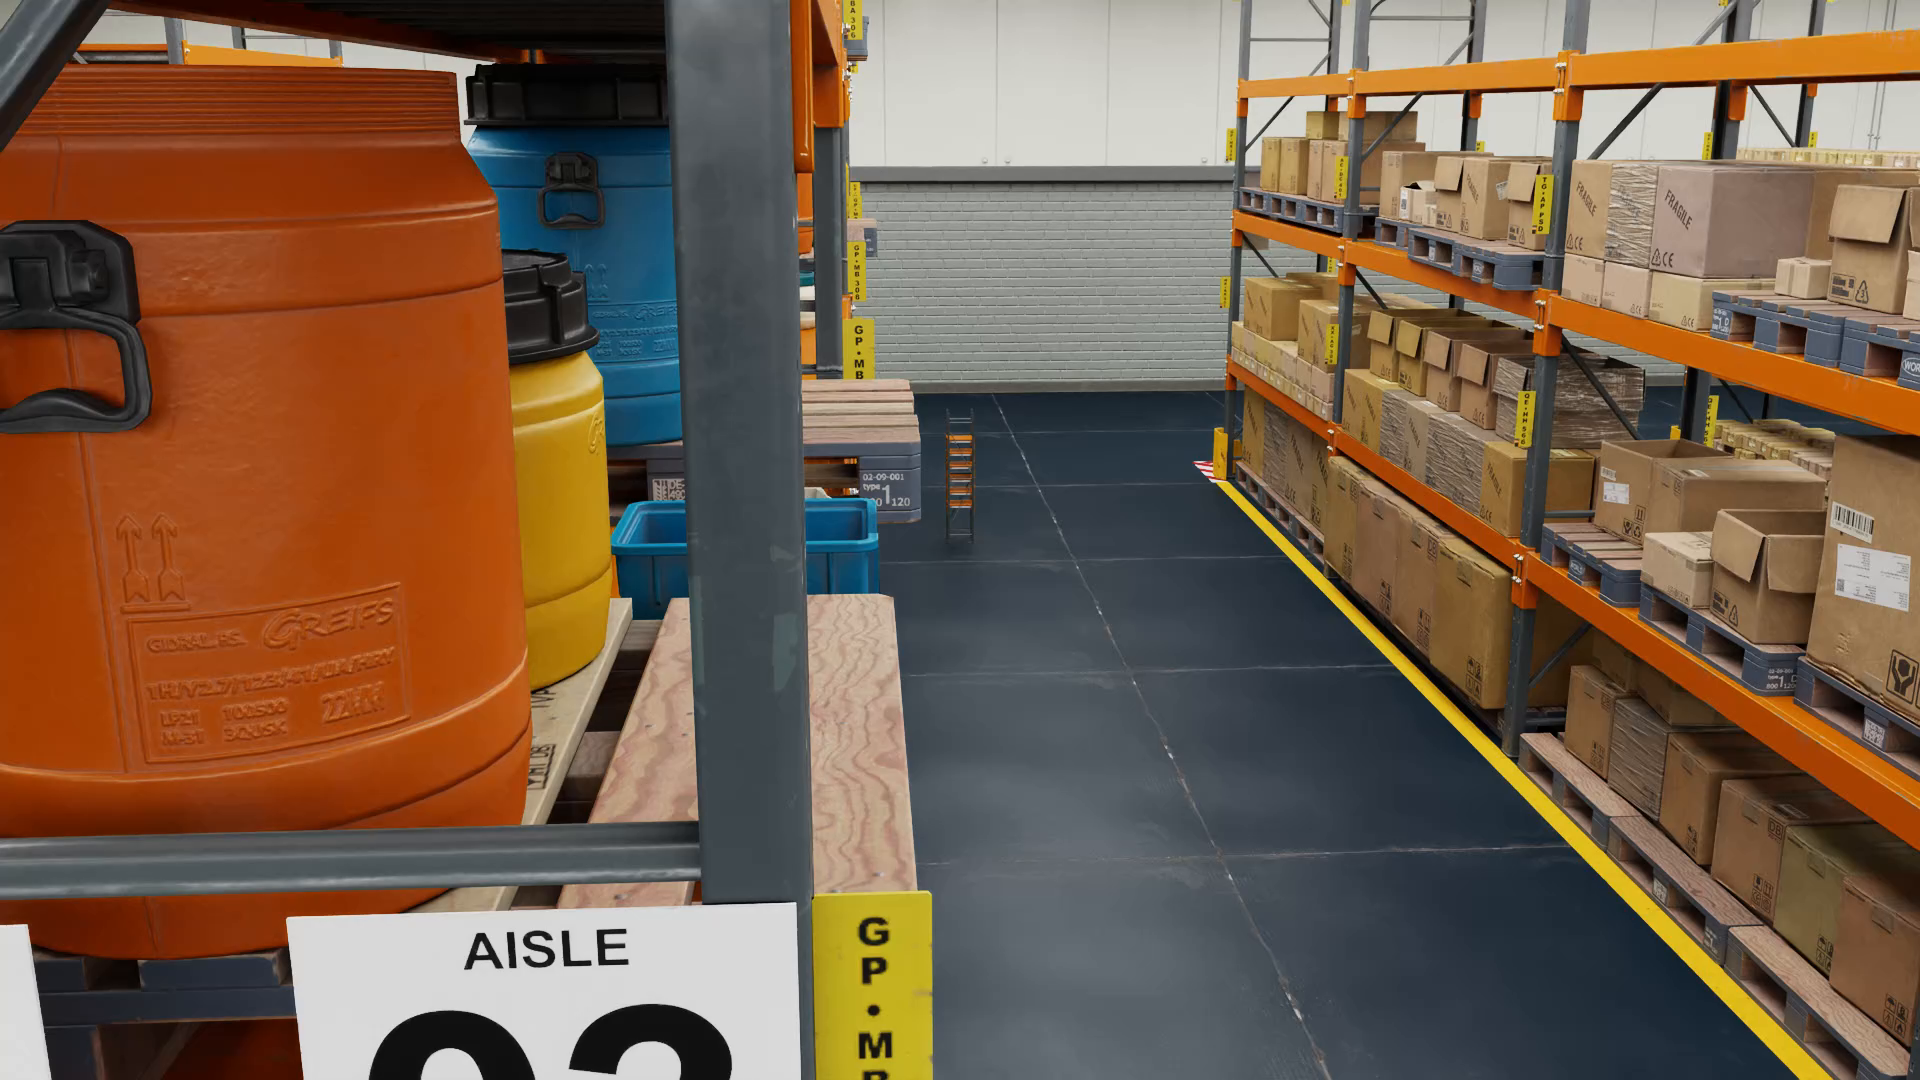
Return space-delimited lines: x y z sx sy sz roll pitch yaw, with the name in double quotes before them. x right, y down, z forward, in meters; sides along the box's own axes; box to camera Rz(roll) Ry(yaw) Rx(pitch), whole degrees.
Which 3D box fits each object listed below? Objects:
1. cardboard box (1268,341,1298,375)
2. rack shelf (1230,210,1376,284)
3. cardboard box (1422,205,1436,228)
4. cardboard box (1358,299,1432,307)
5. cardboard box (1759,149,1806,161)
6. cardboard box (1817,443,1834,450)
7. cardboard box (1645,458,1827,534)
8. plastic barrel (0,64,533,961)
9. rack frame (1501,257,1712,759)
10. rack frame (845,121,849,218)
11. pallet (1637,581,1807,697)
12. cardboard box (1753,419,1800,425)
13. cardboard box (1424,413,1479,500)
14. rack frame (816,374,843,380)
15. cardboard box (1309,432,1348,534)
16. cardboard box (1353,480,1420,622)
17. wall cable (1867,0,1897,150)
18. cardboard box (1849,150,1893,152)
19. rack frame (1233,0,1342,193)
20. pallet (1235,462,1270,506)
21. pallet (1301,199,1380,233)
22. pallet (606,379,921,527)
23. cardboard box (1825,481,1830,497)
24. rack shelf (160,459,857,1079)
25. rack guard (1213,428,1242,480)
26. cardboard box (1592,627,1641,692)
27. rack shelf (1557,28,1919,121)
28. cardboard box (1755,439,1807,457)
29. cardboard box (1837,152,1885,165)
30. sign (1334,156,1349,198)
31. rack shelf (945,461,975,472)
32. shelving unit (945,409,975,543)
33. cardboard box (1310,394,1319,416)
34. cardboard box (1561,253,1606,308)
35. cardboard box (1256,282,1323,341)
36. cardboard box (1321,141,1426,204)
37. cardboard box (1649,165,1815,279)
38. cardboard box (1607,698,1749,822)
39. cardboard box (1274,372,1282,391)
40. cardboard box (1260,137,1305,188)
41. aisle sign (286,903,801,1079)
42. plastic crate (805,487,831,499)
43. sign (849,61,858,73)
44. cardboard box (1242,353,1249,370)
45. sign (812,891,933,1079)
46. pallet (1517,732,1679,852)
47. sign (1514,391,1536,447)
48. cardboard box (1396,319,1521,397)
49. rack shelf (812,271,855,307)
"cardboard box" 3.193 -1.702 15.549 0.500 0.250 0.500 -1 14 -5
"rack shelf" 3.453 -2.745 15.323 1.077 0.370 4.000 -1 14 -3
"cardboard box" 3.520 -2.305 11.830 0.380 0.149 0.250 -1 15 -6
"cardboard box" 3.780 -1.823 14.516 0.500 0.500 0.500 -1 14 -3
"cardboard box" 8.035 -3.728 16.197 0.380 0.149 0.250 -1 14 -3
"cardboard box" 8.603 -0.848 16.211 0.380 0.149 0.250 -1 14 -5
"cardboard box" 4.033 -0.129 8.689 0.700 0.500 0.500 1 14 5
"plastic barrel" -0.780 -0.065 1.760 0.600 0.830 0.708 -1 14 -3
"rack frame" 3.825 -0.148 9.807 1.000 3.000 0.127 -1 14 -3
"rack frame" -1.366 -3.972 12.629 1.000 3.000 0.127 -1 14 -3
"pallet" 3.988 0.436 7.920 1.003 0.211 1.213 -1 14 -3
"cardboard box" 8.572 -1.173 17.472 0.380 0.149 0.250 -1 14 -3
"cardboard box" 3.487 -0.569 11.241 0.500 0.500 0.500 -1 14 -5
"rack frame" -0.871 0.923 5.644 1.000 3.000 0.127 -1 14 -3
"cardboard box" 3.616 -0.483 14.529 0.875 0.875 0.875 -1 14 -3
"cardboard box" 3.693 0.063 12.405 1.225 0.875 0.875 -1 14 -5
"wall cable" 12.587 -6.607 22.868 0.463 3.000 0.029 -1 14 -3
"cardboard box" 8.648 -3.608 15.729 0.380 0.149 0.250 -1 14 -2
"rack frame" 3.329 -5.043 16.792 1.000 3.000 0.127 -1 14 -3
"pallet" 3.457 -0.590 17.119 1.003 0.211 1.213 -1 14 -3
"pallet" 3.537 -2.757 14.102 1.003 0.211 1.213 -1 14 -3
"pallet" -0.729 -0.260 4.602 1.213 0.211 1.003 -1 14 -3
"cardboard box" 8.181 -0.495 15.437 0.380 0.149 0.250 -1 14 -2
"rack shelf" -0.747 0.316 3.426 1.077 0.370 4.000 -1 14 -3
"rack guard" 3.328 -0.933 17.875 1.175 0.500 0.348 -1 14 -3
"cardboard box" 3.896 0.652 9.325 0.500 0.250 0.500 0 14 -1
"rack shelf" 3.949 -2.014 7.266 1.077 0.370 4.000 -1 14 -3
"cardboard box" 8.110 -0.904 16.428 0.380 0.149 0.250 0 14 -1
"cardboard box" 8.136 -3.405 14.941 0.380 0.149 0.250 -1 14 -4
"sign" 3.023 -2.876 13.191 0.100 0.325 0.005 -1 14 -3
"rack shelf" 0.001 -0.651 15.068 0.258 0.103 0.180 -1 14 -3
"shelving unit" 0.001 -0.577 15.087 0.258 1.200 0.189 -1 14 -3
"cardboard box" 3.215 -1.156 14.229 0.380 0.149 0.250 -1 14 -2
"cardboard box" 3.600 -1.408 8.982 0.500 0.250 0.500 -1 14 -2
"cardboard box" 3.159 -2.196 15.964 0.500 0.500 0.500 -1 14 -5
"cardboard box" 3.469 -3.090 13.975 0.700 0.500 0.500 -2 15 -7
"cardboard box" 3.663 -1.520 7.913 0.500 0.500 0.500 -1 14 -5
"cardboard box" 3.933 1.153 8.882 0.700 0.500 0.500 -2 15 -8
"cardboard box" 3.136 -1.475 15.468 0.380 0.149 0.250 -1 14 -3
"cardboard box" 3.415 -3.762 16.589 0.700 0.500 0.500 -2 15 -7
"aisle sign" -0.326 0.672 1.401 0.394 0.787 0.004 -1 14 -3
"plastic crate" -0.368 -0.009 3.775 0.243 0.136 0.396 -1 14 -3
"sign" -1.066 -4.823 16.584 0.100 0.325 0.005 -1 14 -3
"cardboard box" 3.055 -1.796 16.713 0.380 0.149 0.250 -1 14 -5
"sign" -0.074 0.453 1.431 0.100 0.325 0.005 -1 14 -3
"pallet" 3.872 1.396 9.399 1.003 0.211 1.213 -1 14 -3
"sign" 3.271 -0.700 9.626 0.100 0.325 0.005 -1 14 -3
"cardboard box" 3.656 -1.348 12.255 0.797 0.503 0.637 -1 14 -3
"rack shelf" -1.243 -1.674 11.159 1.077 0.370 4.000 -1 14 -3
